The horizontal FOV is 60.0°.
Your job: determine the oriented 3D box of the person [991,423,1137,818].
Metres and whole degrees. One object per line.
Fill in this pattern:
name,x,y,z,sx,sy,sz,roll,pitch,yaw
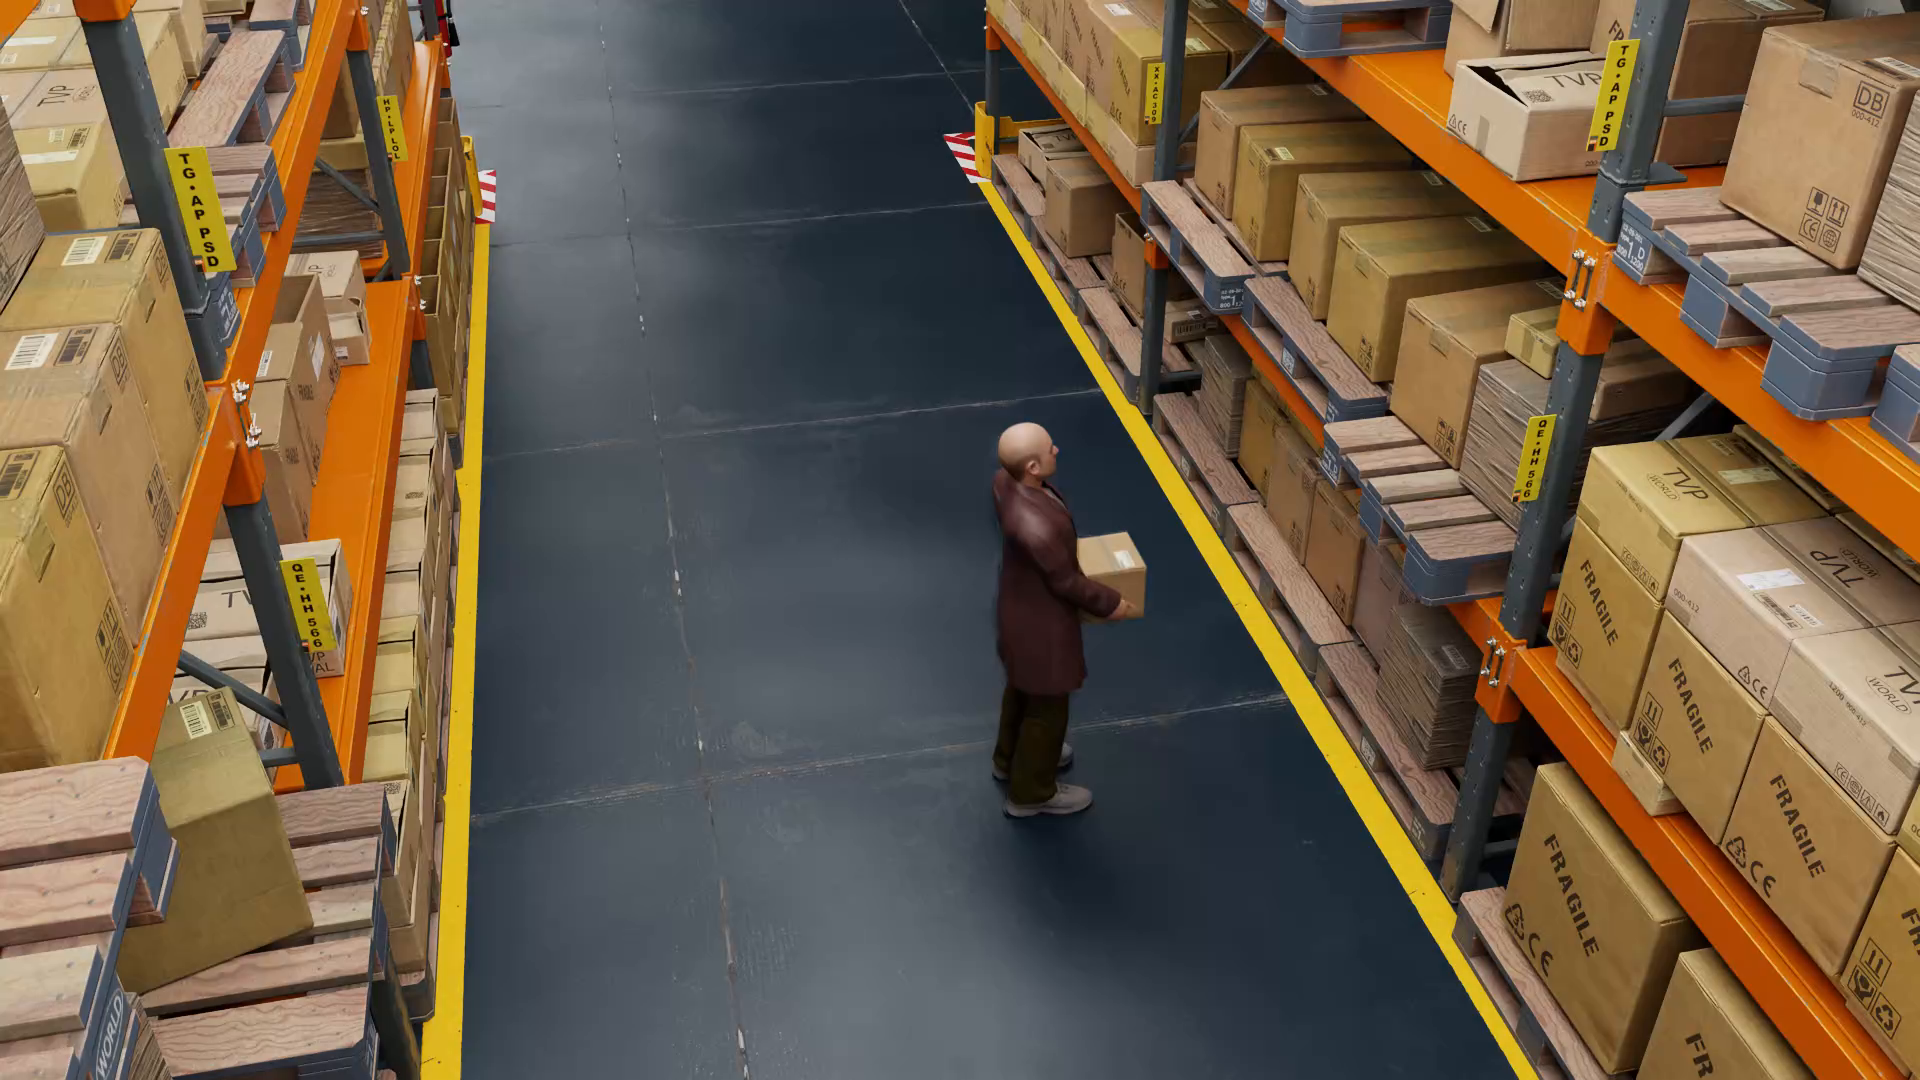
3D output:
person,0.412,0.300,6.708,0.554,1.775,0.537,-8,35,-11
